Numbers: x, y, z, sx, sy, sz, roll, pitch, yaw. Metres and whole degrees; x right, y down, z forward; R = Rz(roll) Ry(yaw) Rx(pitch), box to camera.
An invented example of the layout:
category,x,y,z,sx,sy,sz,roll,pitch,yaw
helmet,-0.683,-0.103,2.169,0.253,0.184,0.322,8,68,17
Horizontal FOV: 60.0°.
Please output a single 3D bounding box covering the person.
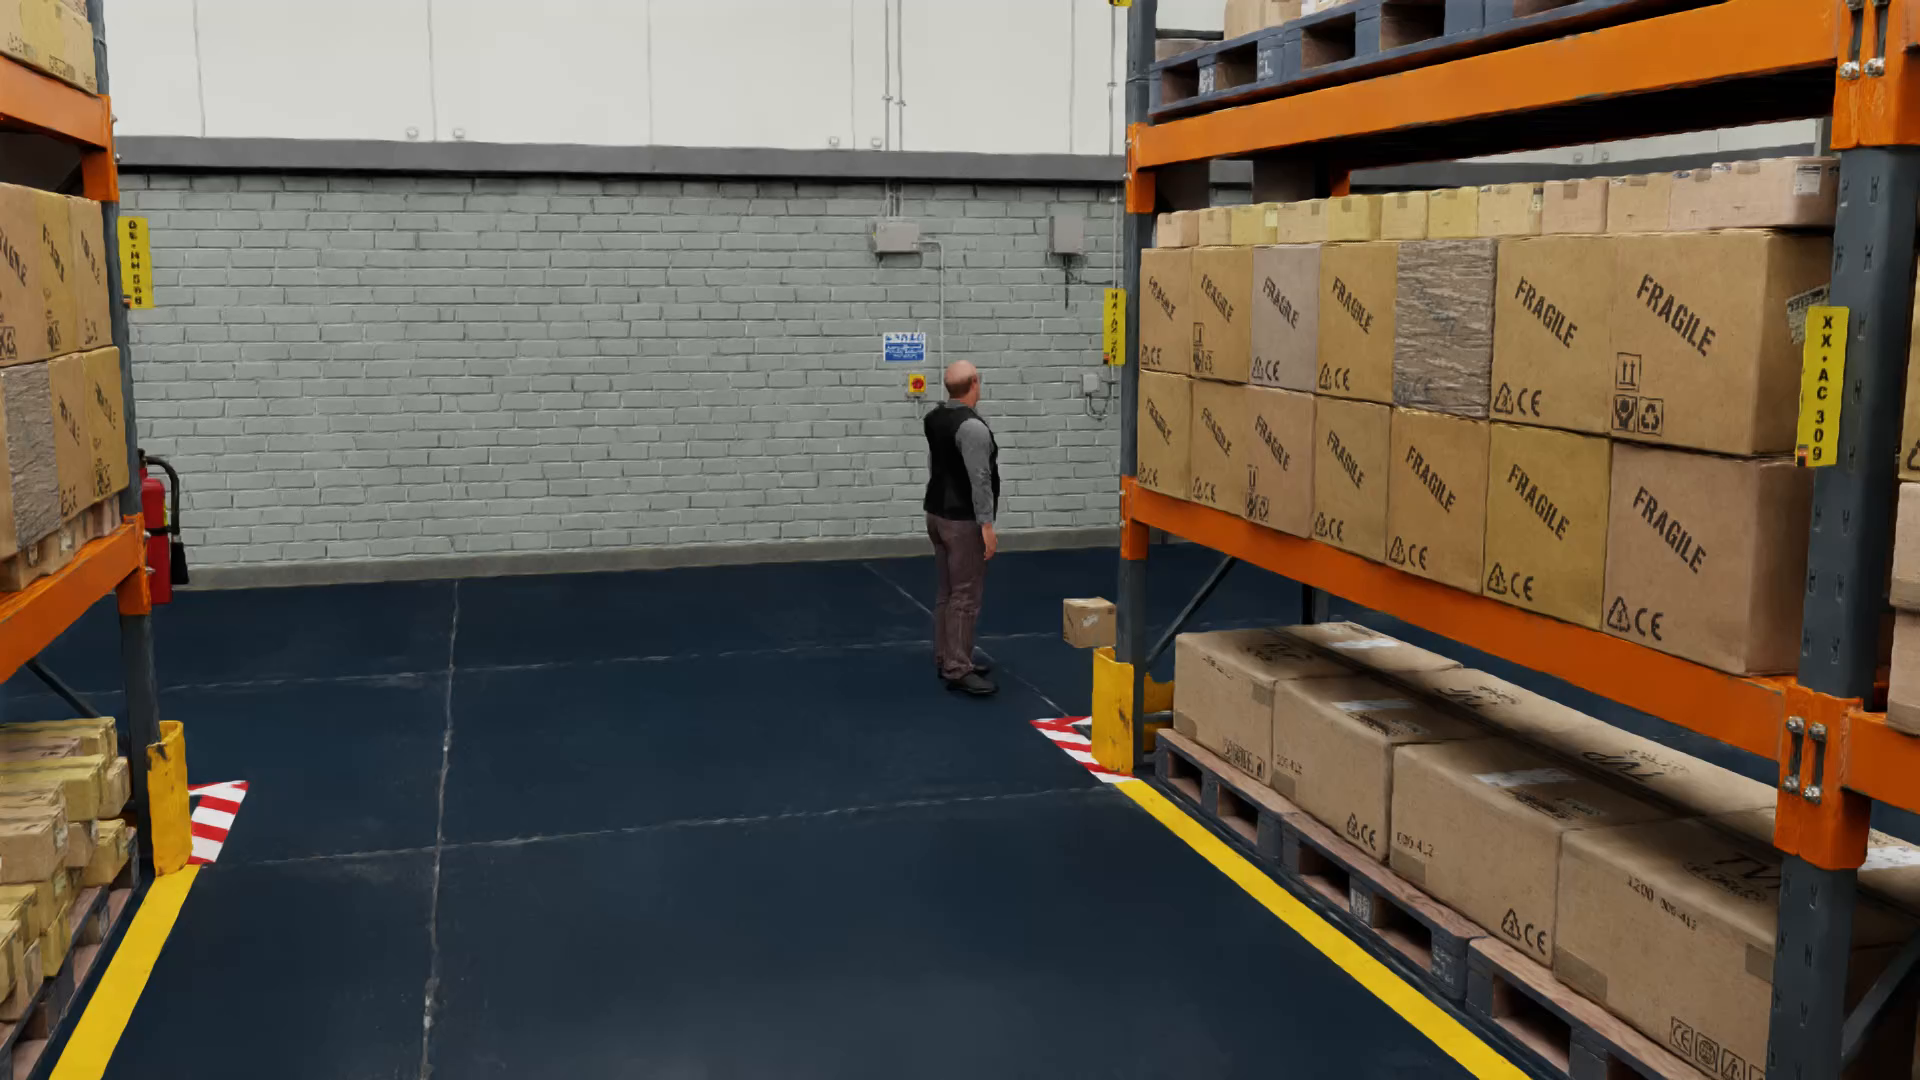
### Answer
category,x,y,z,sx,sy,sz,roll,pitch,yaw
person,0.026,-0.084,8.811,0.385,1.732,0.591,-4,10,-24
